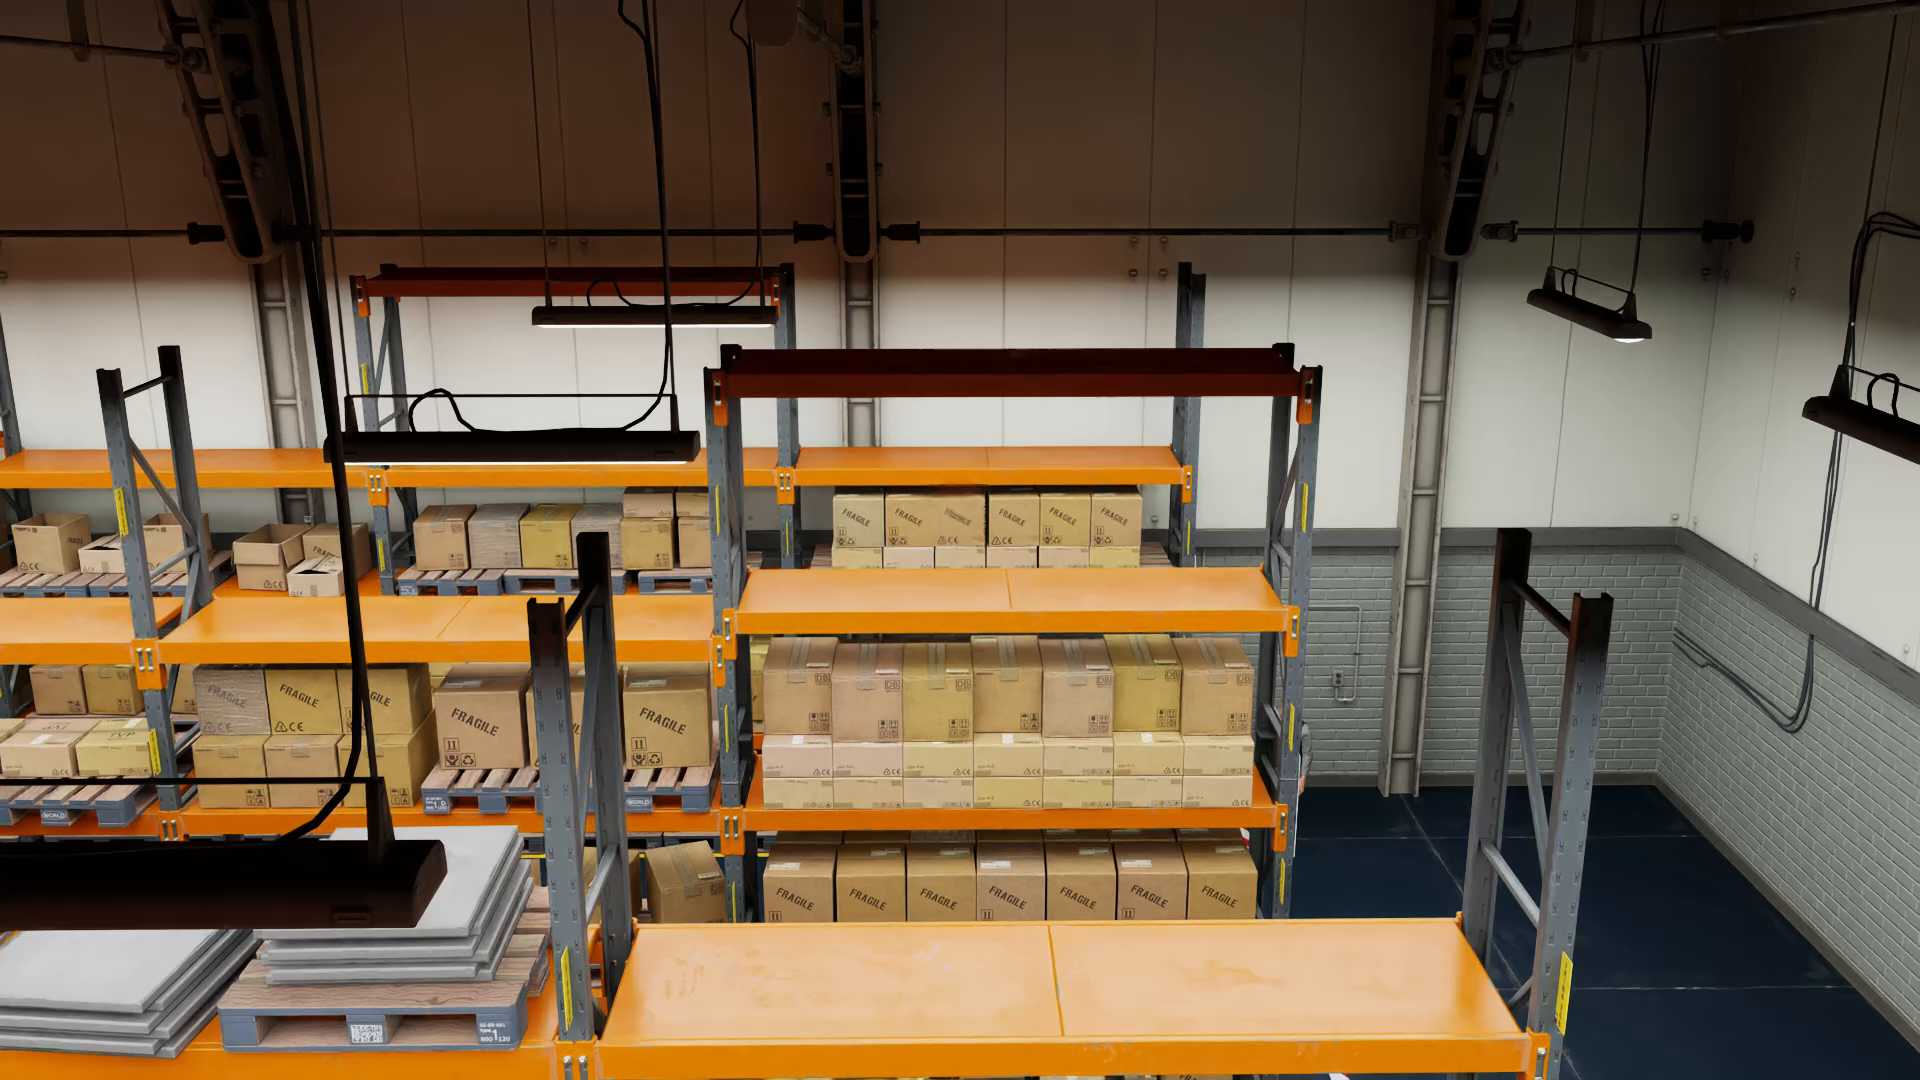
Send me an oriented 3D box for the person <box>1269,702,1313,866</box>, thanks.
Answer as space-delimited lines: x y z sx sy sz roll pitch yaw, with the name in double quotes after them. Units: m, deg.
3.350 2.433 17.177 0.558 1.715 0.776 4 17 15 "person"
